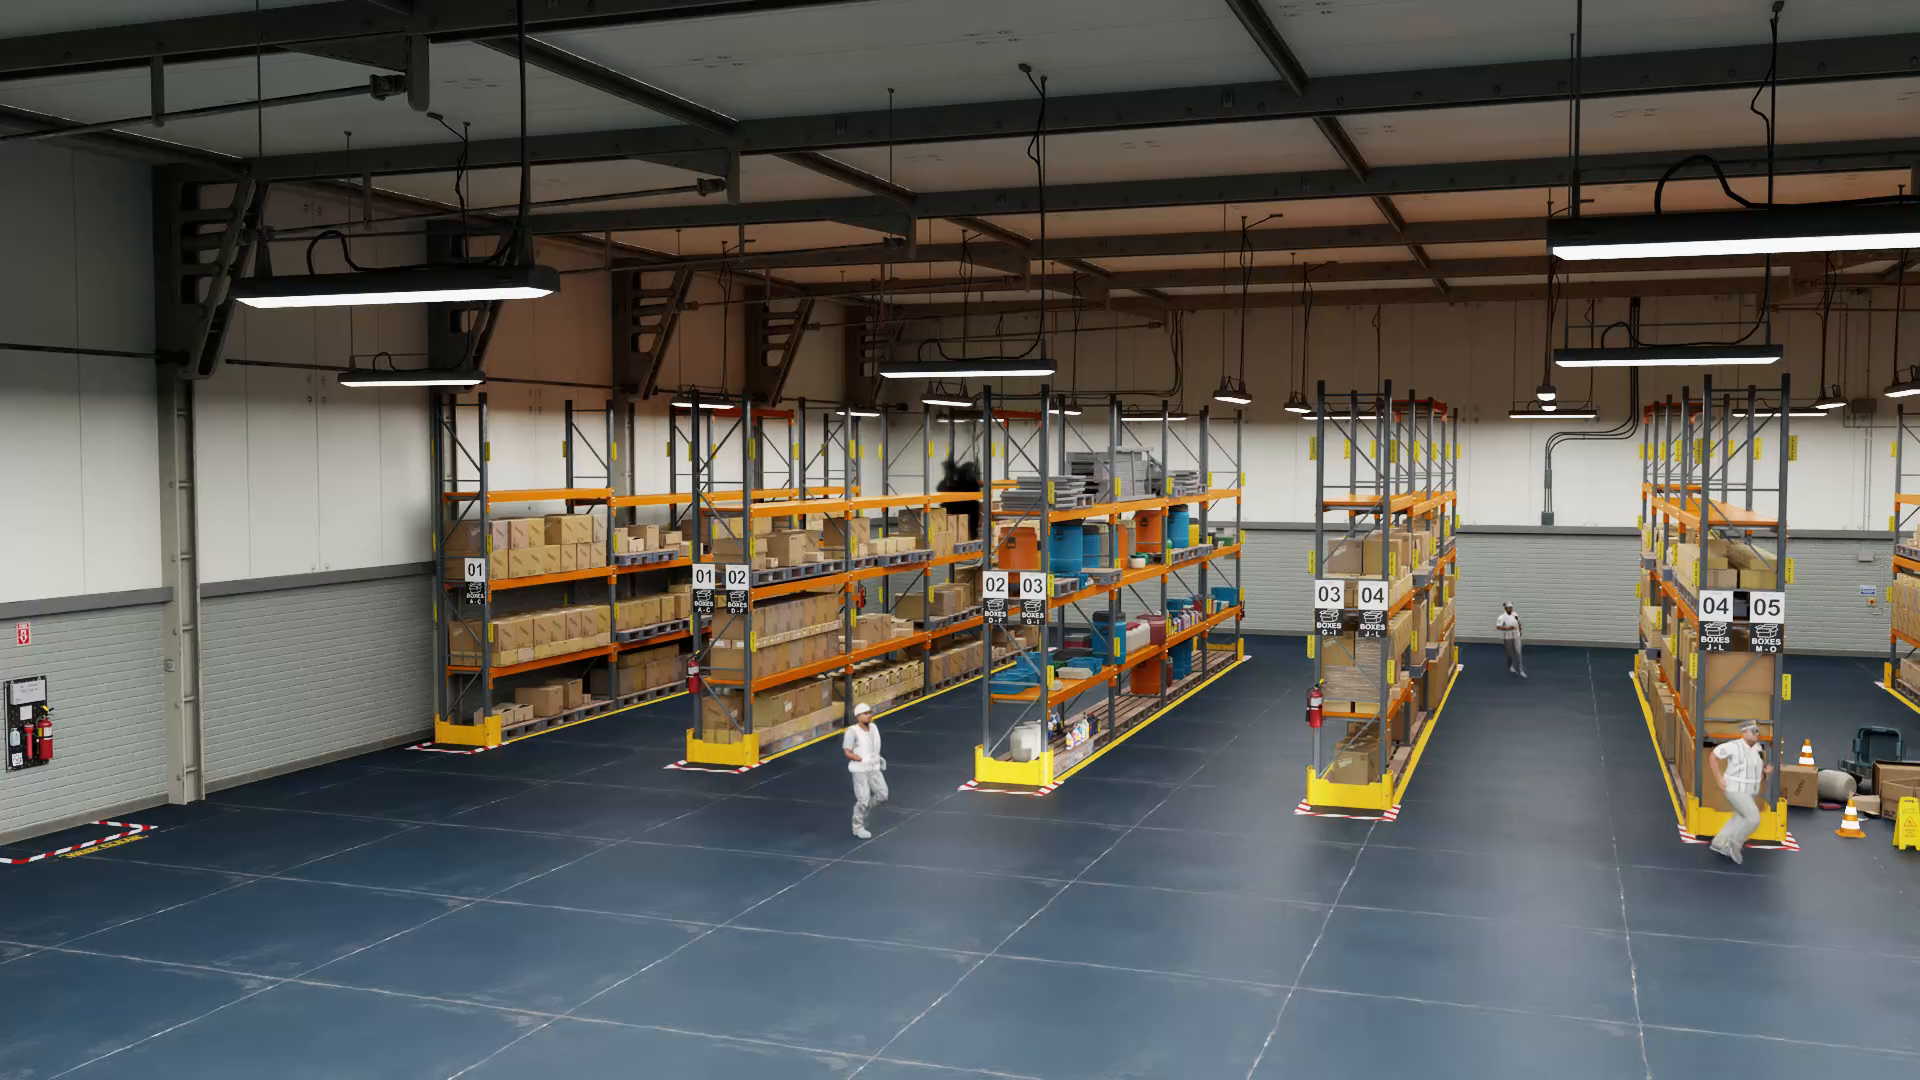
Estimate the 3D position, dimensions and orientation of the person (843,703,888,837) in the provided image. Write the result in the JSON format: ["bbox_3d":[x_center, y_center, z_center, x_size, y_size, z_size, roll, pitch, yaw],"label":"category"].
[{"bbox_3d":[-1.191,2.982,21.518,0.583,1.739,0.678,3,4,44],"label":"person"}]

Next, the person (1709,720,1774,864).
[{"bbox_3d":[9.508,3.049,20.226,0.638,1.772,0.775,-2,4,-31],"label":"person"}]

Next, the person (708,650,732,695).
[{"bbox_3d":[-4.471,2.527,31.450,0.614,1.627,0.551,0,3,-1],"label":"person"}]

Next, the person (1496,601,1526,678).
[{"bbox_3d":[12.252,2.183,37.093,0.595,1.656,0.932,0,3,3],"label":"person"}]
